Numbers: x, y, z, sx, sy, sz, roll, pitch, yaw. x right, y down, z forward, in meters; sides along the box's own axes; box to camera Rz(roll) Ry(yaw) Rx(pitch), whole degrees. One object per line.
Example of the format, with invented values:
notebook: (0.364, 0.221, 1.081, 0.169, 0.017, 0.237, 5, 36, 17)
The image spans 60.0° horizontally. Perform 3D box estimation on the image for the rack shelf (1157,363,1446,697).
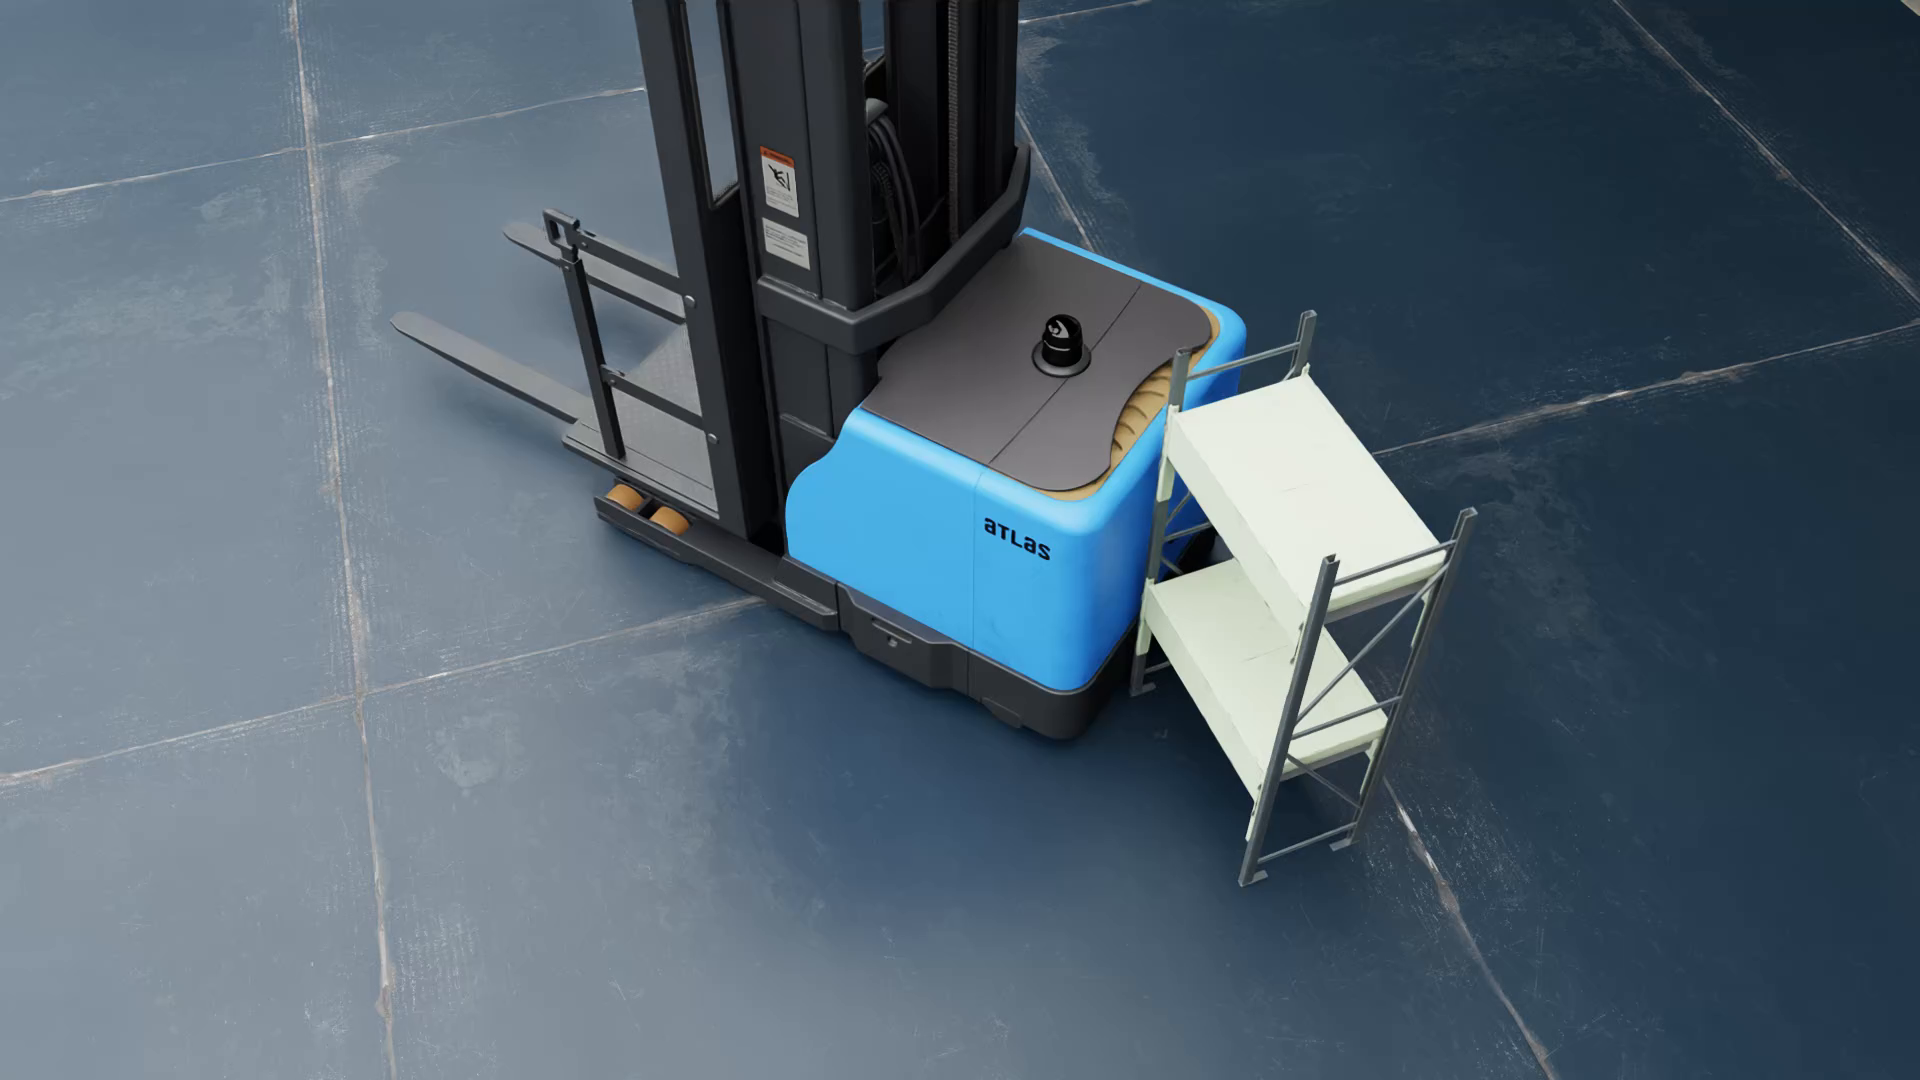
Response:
rack shelf: (0.869, -0.038, 4.291, 0.431, 0.370, 0.720, -17, 52, -14)

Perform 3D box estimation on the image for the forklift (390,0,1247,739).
forklift: (-0.654, -1.210, 4.853, 3.031, 2.935, 1.130, 26, 55, 20)

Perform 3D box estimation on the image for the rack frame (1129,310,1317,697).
rack frame: (0.730, -0.045, 4.807, 0.400, 1.500, 0.023, -17, 52, -14)

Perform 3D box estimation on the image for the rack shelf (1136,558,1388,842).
rack shelf: (0.869, 0.424, 4.838, 0.431, 0.370, 0.720, -17, 52, -14)

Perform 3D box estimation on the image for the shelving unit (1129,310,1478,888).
shelving unit: (0.869, 0.213, 4.589, 0.431, 1.500, 0.755, -17, 52, -14)

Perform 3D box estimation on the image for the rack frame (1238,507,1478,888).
rack frame: (1.008, 0.472, 4.371, 0.400, 1.500, 0.023, -17, 52, -14)
